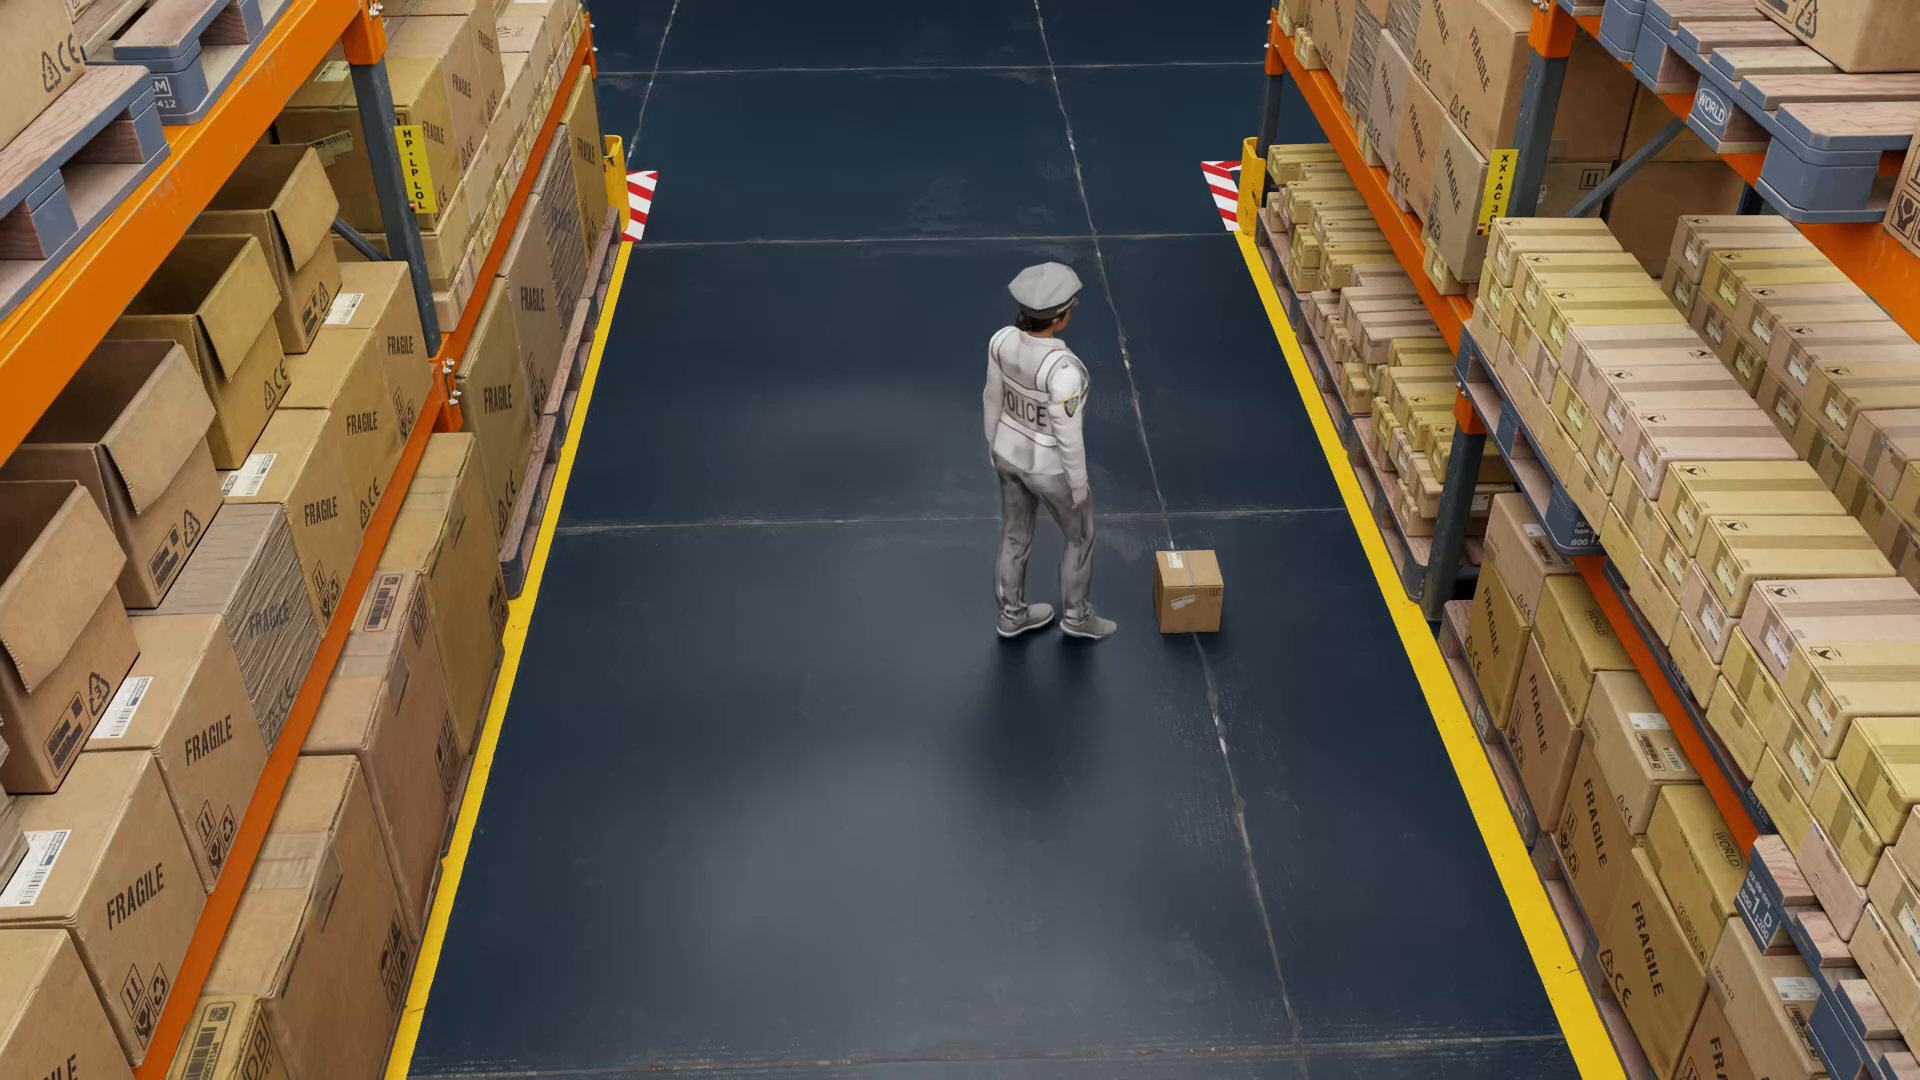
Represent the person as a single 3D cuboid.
[{"bbox_3d":[0.354,-0.318,6.607,0.457,1.724,0.518,-29,44,-34],"label":"person"}]
